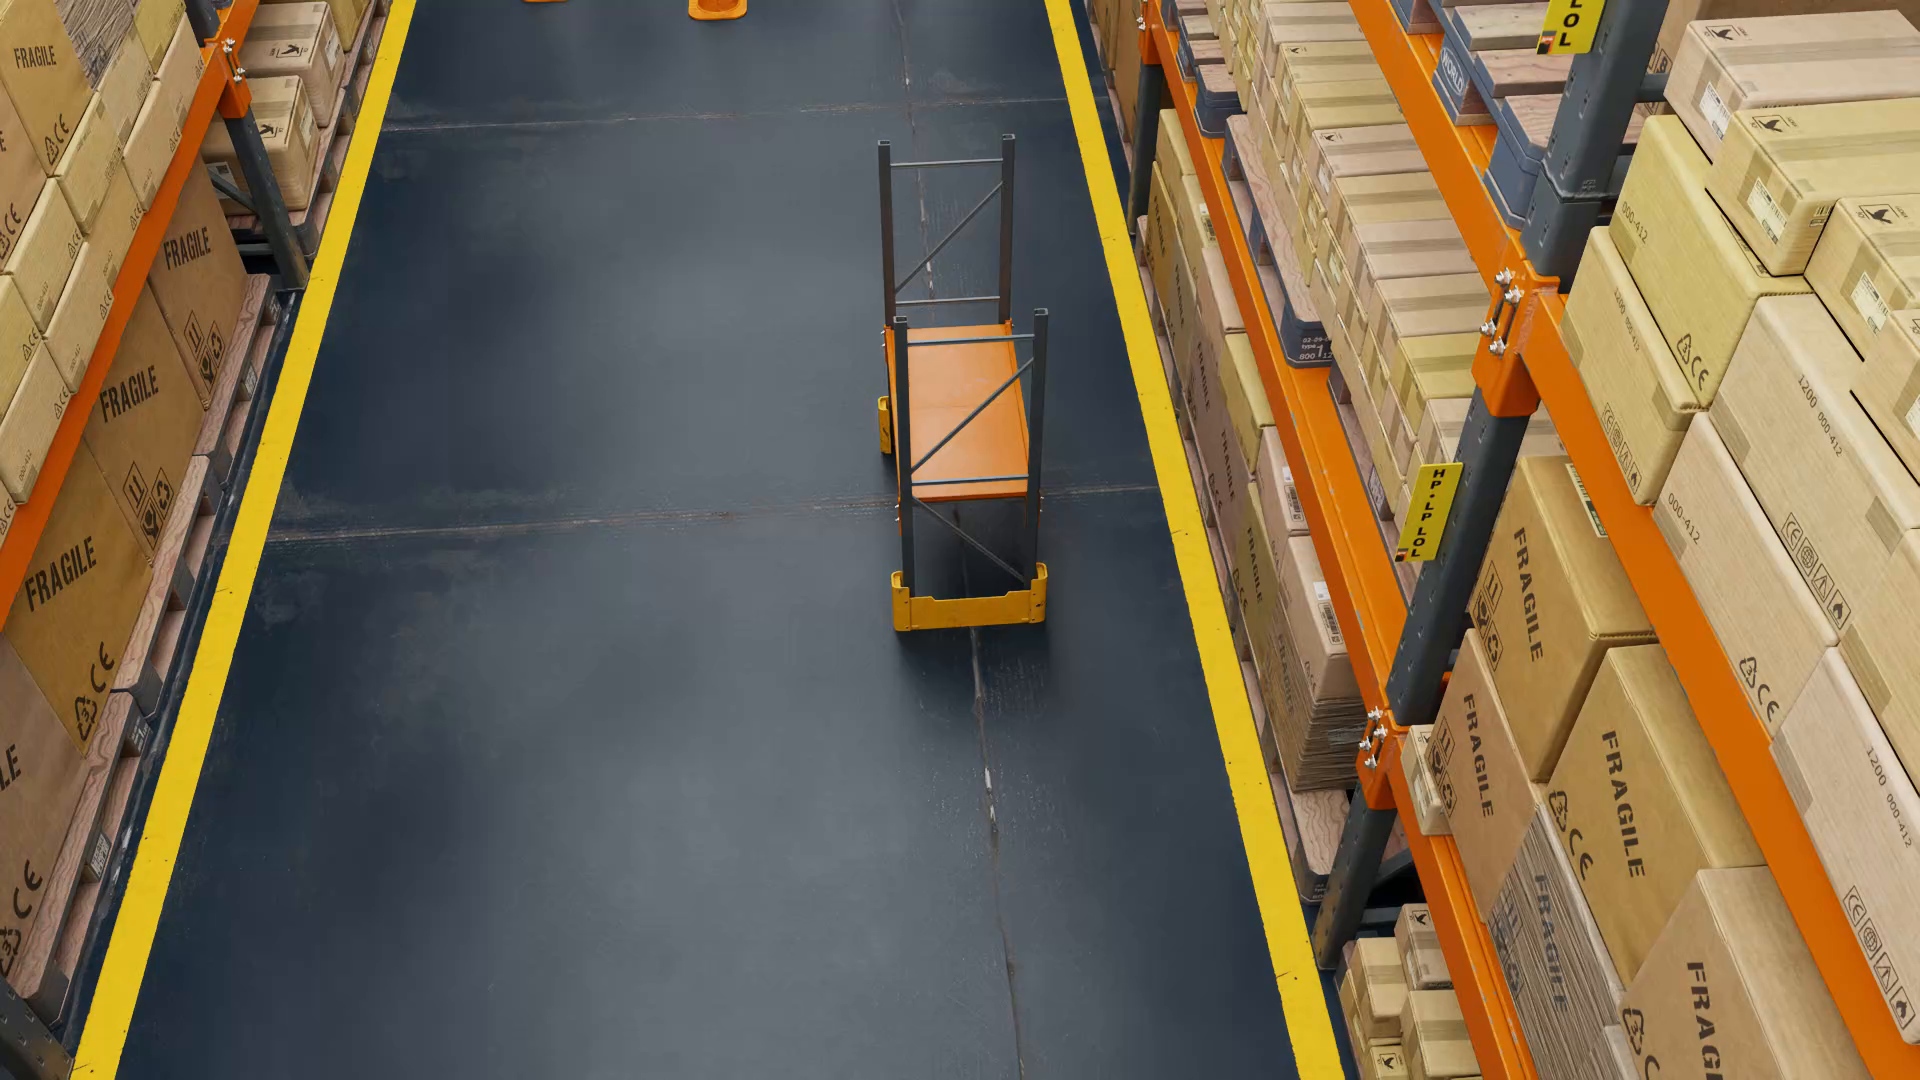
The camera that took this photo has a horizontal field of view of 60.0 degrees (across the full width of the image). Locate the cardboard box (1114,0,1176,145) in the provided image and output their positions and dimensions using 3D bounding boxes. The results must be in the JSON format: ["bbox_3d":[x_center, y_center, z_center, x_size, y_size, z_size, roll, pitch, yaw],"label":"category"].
[{"bbox_3d":[1.366,-2.411,8.228,1.050,0.750,0.750,-4,47,-4],"label":"cardboard box"}]

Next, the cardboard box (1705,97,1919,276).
[{"bbox_3d":[1.435,-0.565,2.637,0.380,0.149,0.250,-5,47,-5],"label":"cardboard box"}]

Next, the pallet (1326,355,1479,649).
[{"bbox_3d":[1.743,-0.196,5.002,1.003,0.211,1.213,-3,47,-3],"label":"pallet"}]

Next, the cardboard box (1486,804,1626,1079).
[{"bbox_3d":[1.501,0.894,3.563,0.500,0.500,0.500,-3,47,-3],"label":"cardboard box"}]

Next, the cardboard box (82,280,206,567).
[{"bbox_3d":[-3.551,-0.484,6.316,0.875,0.875,0.875,-3,47,-3],"label":"cardboard box"}]

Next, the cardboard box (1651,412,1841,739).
[{"bbox_3d":[1.489,0.033,2.690,0.500,0.250,0.500,-4,47,-4],"label":"cardboard box"}]

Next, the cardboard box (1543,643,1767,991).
[{"bbox_3d":[1.516,0.535,3.215,0.500,0.500,0.500,-5,47,-4],"label":"cardboard box"}]

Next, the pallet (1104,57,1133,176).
[{"bbox_3d":[1.336,-2.210,8.698,1.003,0.211,1.213,-3,47,-3],"label":"pallet"}]

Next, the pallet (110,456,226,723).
[{"bbox_3d":[-3.507,0.194,6.421,1.003,0.211,1.213,-3,47,-3],"label":"pallet"}]

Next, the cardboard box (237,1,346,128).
[{"bbox_3d":[-3.704,-2.404,8.481,0.950,0.372,0.625,-4,47,-4],"label":"cardboard box"}]

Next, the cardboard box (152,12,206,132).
[{"bbox_3d":[-3.296,-1.819,6.510,0.500,0.250,0.500,-5,47,-5],"label":"cardboard box"}]

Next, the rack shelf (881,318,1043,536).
[{"bbox_3d":[-0.007,-0.454,6.395,0.538,0.185,1.000,-3,47,-3],"label":"rack shelf"}]

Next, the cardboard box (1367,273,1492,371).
[{"bbox_3d":[1.391,-0.623,4.748,0.380,0.149,0.250,-5,47,-5],"label":"cardboard box"}]

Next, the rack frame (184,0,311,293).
[{"bbox_3d":[-3.597,-2.220,6.787,1.000,3.000,0.127,-3,47,-3],"label":"rack frame"}]

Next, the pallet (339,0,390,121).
[{"bbox_3d":[-3.760,-2.708,9.169,1.003,0.211,1.213,-3,47,-3],"label":"pallet"}]

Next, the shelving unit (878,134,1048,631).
[{"bbox_3d":[-0.006,-0.571,6.258,0.587,1.500,1.083,-3,47,-3],"label":"shelving unit"}]

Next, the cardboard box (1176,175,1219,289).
[{"bbox_3d":[1.186,-1.257,6.790,0.500,0.250,0.500,-4,47,-4],"label":"cardboard box"}]

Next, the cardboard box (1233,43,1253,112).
[{"bbox_3d":[1.233,-1.732,6.208,0.380,0.149,0.250,-2,47,-1],"label":"cardboard box"}]

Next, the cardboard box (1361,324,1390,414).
[{"bbox_3d":[1.391,-0.507,4.843,0.380,0.149,0.250,-2,47,-2],"label":"cardboard box"}]

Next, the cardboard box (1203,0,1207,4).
[{"bbox_3d":[1.164,-2.316,6.762,0.380,0.149,0.250,-4,47,-4],"label":"cardboard box"}]

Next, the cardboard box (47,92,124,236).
[{"bbox_3d":[-3.193,-1.266,5.642,0.500,0.250,0.500,-5,47,-4],"label":"cardboard box"}]

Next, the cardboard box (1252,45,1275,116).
[{"bbox_3d":[1.260,-1.641,5.917,0.380,0.149,0.250,-3,47,-3],"label":"cardboard box"}]

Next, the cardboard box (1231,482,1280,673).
[{"bbox_3d":[1.307,0.124,5.999,0.500,0.500,0.500,-4,47,-4],"label":"cardboard box"}]

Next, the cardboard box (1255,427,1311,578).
[{"bbox_3d":[1.318,-0.139,5.732,0.500,0.250,0.500,-1,47,-1],"label":"cardboard box"}]

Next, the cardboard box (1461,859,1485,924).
[{"bbox_3d":[1.456,0.793,4.106,0.380,0.149,0.250,-2,47,-2],"label":"cardboard box"}]

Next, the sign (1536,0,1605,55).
[{"bbox_3d":[1.109,-1.009,2.946,0.100,0.325,0.005,-3,47,-3],"label":"sign"}]

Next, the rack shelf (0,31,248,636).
[{"bbox_3d":[-3.429,-0.526,5.678,1.077,0.370,4.000,-3,47,-3],"label":"rack shelf"}]

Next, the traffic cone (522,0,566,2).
[{"bbox_3d":[-2.433,-3.430,9.680,0.336,0.463,0.334,-3,47,-3],"label":"traffic cone"}]

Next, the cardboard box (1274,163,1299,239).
[{"bbox_3d":[1.297,-1.169,5.675,0.380,0.149,0.250,-5,47,-5],"label":"cardboard box"}]

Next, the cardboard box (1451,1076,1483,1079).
[{"bbox_3d":[1.519,1.576,4.456,0.380,0.149,0.250,-4,47,-4],"label":"cardboard box"}]

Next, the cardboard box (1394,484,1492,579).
[{"bbox_3d":[1.432,-0.034,4.600,0.380,0.149,0.250,-4,47,-4],"label":"cardboard box"}]

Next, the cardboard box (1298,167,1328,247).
[{"bbox_3d":[1.318,-1.090,5.395,0.380,0.149,0.250,-3,47,-3],"label":"cardboard box"}]

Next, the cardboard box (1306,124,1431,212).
[{"bbox_3d":[1.326,-1.184,5.280,0.380,0.149,0.250,-5,47,-5],"label":"cardboard box"}]

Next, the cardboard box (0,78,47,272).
[{"bbox_3d":[-3.172,-1.143,5.009,0.500,0.500,0.500,-4,47,-4],"label":"cardboard box"}]

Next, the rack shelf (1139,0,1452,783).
[{"bbox_3d":[1.495,-0.900,6.032,1.077,0.370,4.000,-3,47,-3],"label":"rack shelf"}]

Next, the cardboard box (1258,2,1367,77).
[{"bbox_3d":[1.260,-1.751,5.817,0.380,0.149,0.250,-2,47,-1],"label":"cardboard box"}]

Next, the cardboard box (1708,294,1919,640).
[{"bbox_3d":[1.500,-0.128,2.499,0.500,0.250,0.500,-4,47,-3],"label":"cardboard box"}]

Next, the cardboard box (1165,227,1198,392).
[{"bbox_3d":[1.178,-0.988,7.052,0.500,0.500,0.500,-3,47,-3],"label":"cardboard box"}]

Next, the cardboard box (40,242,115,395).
[{"bbox_3d":[-3.140,-0.717,5.467,0.500,0.250,0.500,-4,47,-4],"label":"cardboard box"}]

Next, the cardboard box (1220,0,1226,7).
[{"bbox_3d":[1.193,-2.197,6.443,0.380,0.149,0.250,-1,47,-1],"label":"cardboard box"}]

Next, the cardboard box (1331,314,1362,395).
[{"bbox_3d":[1.370,-0.583,5.120,0.380,0.149,0.250,-6,47,-5],"label":"cardboard box"}]

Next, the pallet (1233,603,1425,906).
[{"bbox_3d":[1.596,0.695,5.946,1.003,0.211,1.213,-3,47,-3],"label":"pallet"}]

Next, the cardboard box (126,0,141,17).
[{"bbox_3d":[-3.293,-2.240,6.048,0.500,0.500,0.500,-5,47,-4],"label":"cardboard box"}]

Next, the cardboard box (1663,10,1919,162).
[{"bbox_3d":[1.445,-0.764,2.826,0.380,0.149,0.250,-4,47,-4],"label":"cardboard box"}]

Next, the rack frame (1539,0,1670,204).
[{"bbox_3d":[1.662,-1.763,2.222,1.000,3.000,0.127,-3,47,-3],"label":"rack frame"}]

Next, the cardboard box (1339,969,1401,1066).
[{"bbox_3d":[1.373,1.419,5.015,0.380,0.149,0.250,-5,47,-5],"label":"cardboard box"}]
